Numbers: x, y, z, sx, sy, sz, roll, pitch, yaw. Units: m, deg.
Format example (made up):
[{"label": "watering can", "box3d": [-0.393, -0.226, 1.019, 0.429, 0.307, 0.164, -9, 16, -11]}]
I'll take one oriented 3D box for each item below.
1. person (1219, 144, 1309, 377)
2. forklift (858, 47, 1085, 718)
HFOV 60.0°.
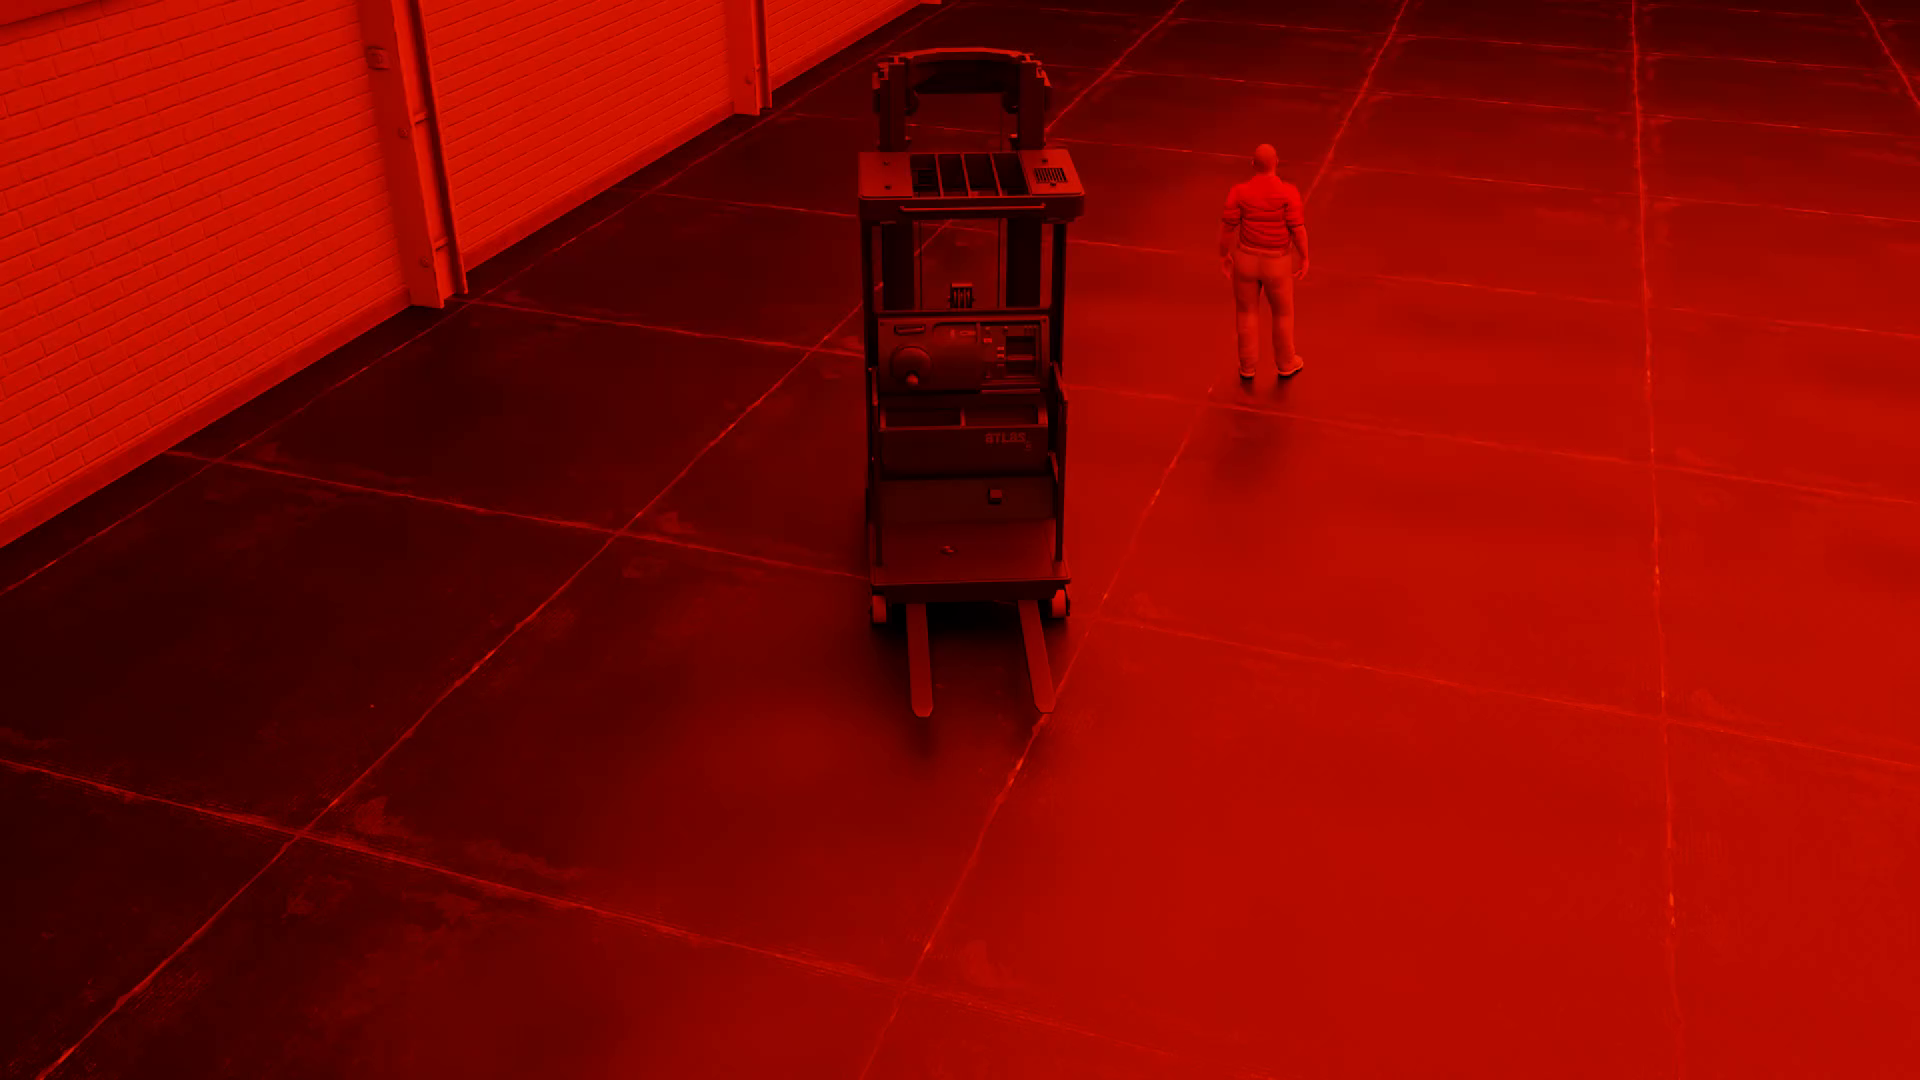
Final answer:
[{"label": "person", "box3d": [2.176, -1.996, 11.836, 0.641, 1.727, 0.551, 10, 31, 16]}, {"label": "forklift", "box3d": [0.035, -0.972, 8.842, 1.130, 2.935, 3.031, -2, 30, -3]}]
